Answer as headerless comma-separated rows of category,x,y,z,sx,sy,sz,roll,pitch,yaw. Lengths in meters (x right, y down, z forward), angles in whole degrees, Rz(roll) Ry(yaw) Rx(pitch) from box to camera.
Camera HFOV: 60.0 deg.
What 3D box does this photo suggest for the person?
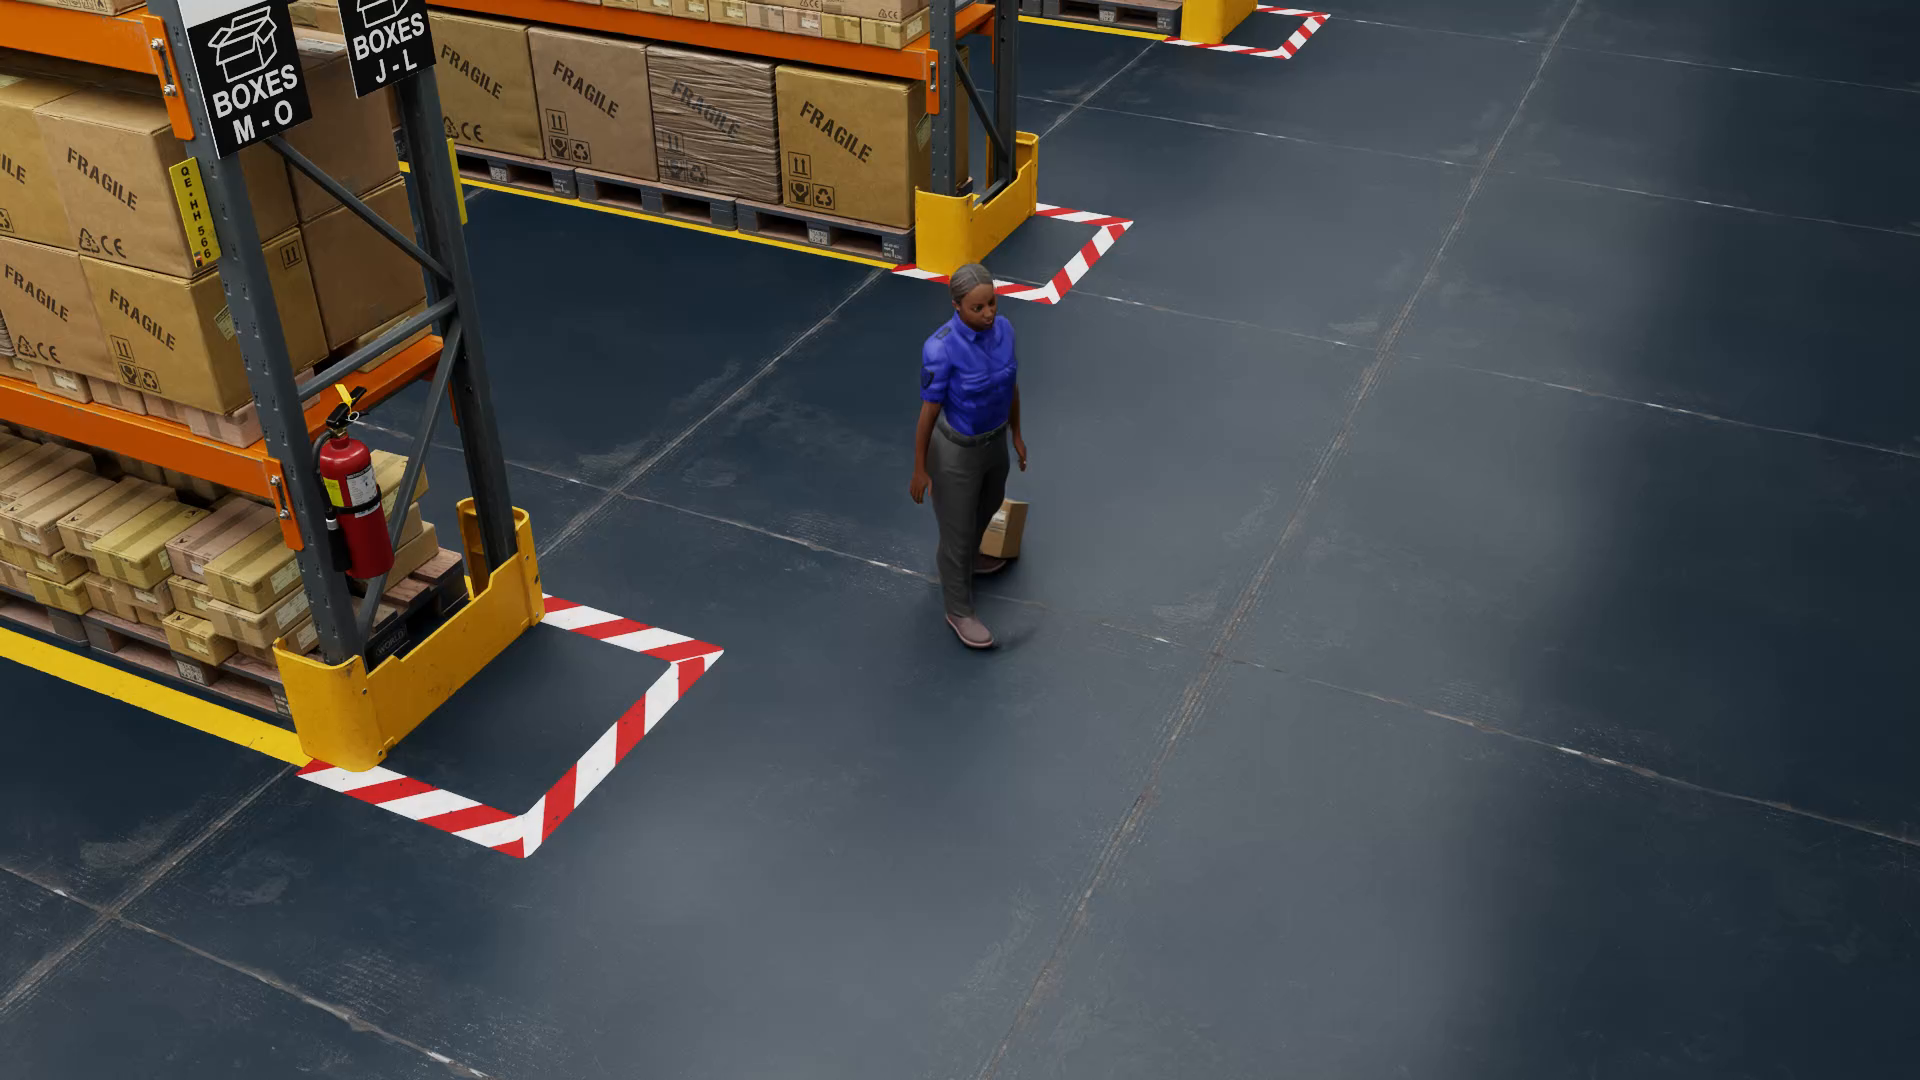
person,0.054,-0.398,6.734,0.522,1.648,0.662,27,42,34
